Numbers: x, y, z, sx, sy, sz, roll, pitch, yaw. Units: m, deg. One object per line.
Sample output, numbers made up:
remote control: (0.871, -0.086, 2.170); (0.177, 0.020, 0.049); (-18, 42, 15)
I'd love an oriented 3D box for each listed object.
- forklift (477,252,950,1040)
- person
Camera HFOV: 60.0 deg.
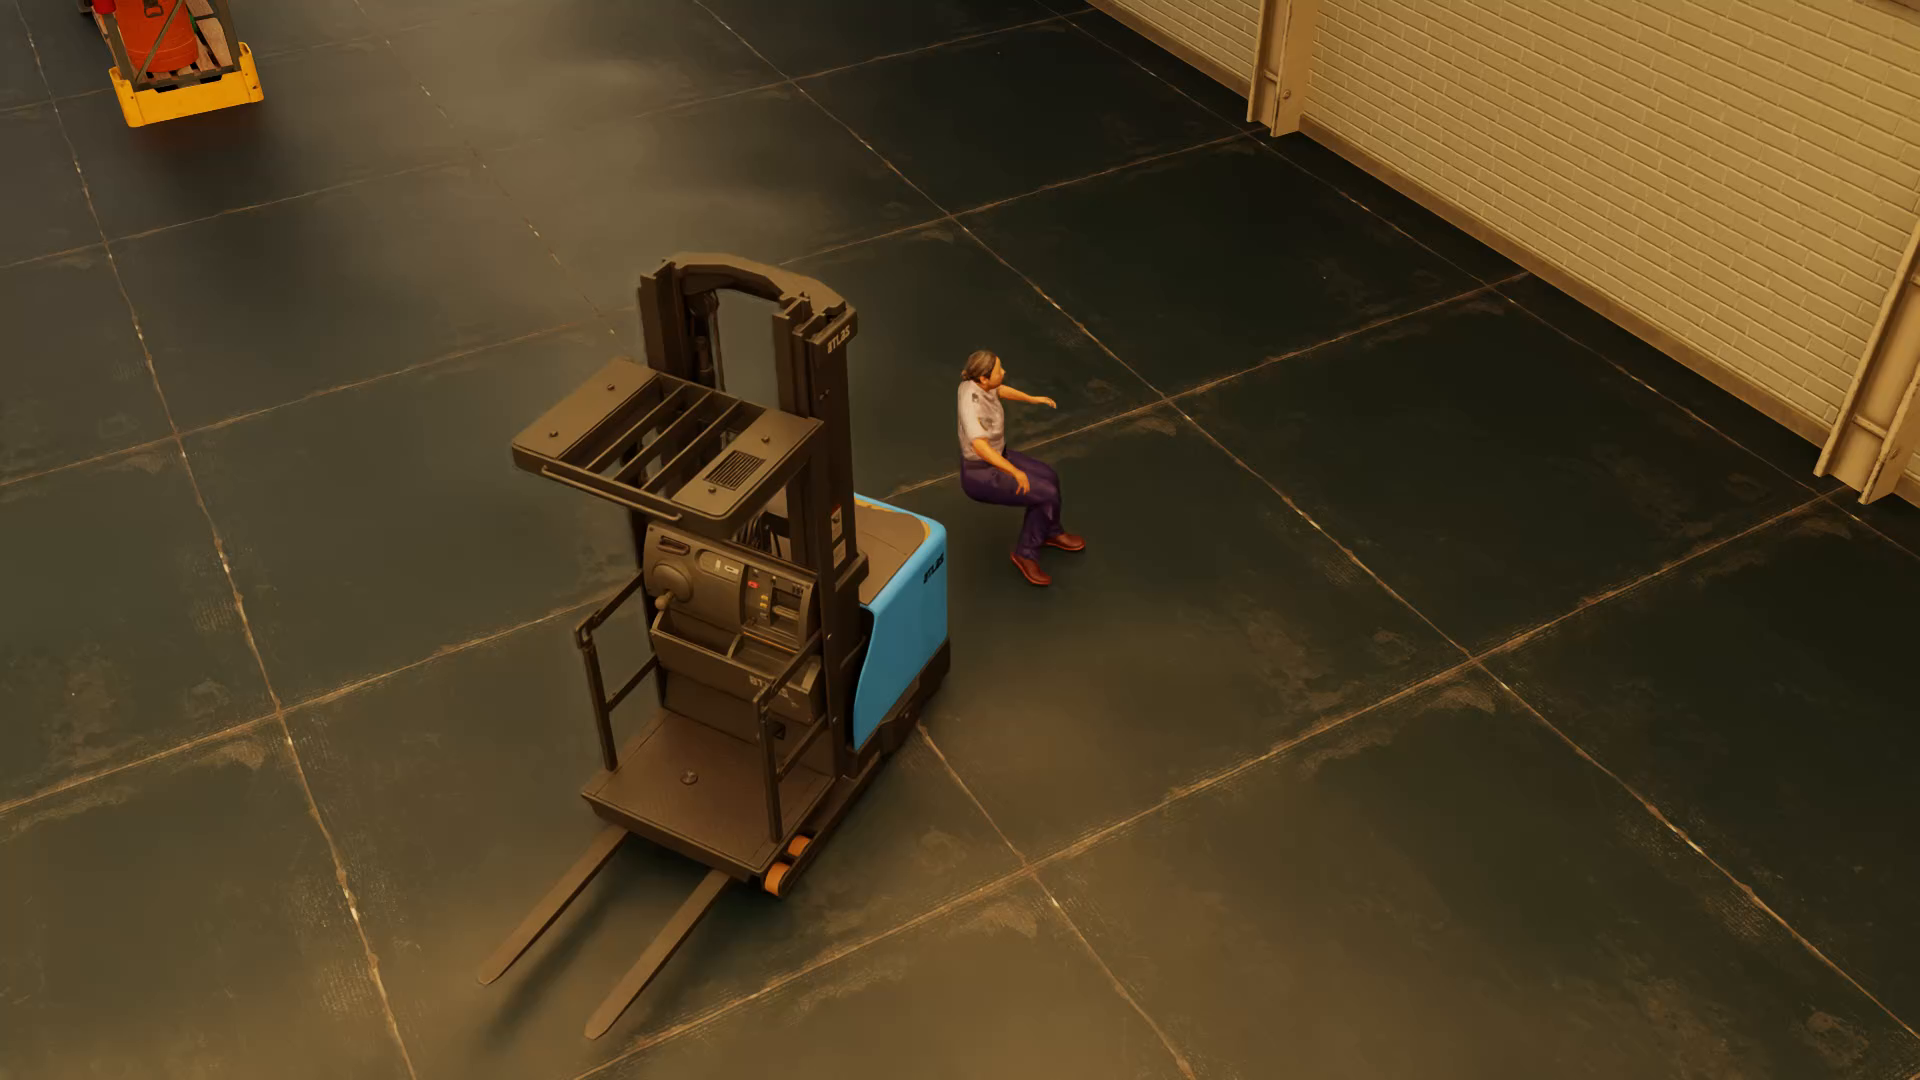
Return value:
forklift: (-1.194, 0.296, 7.680); (1.130, 2.935, 3.031); (19, 43, 21)
person: (0.372, -0.498, 9.831); (0.791, 1.424, 0.826); (-4, 40, -5)
